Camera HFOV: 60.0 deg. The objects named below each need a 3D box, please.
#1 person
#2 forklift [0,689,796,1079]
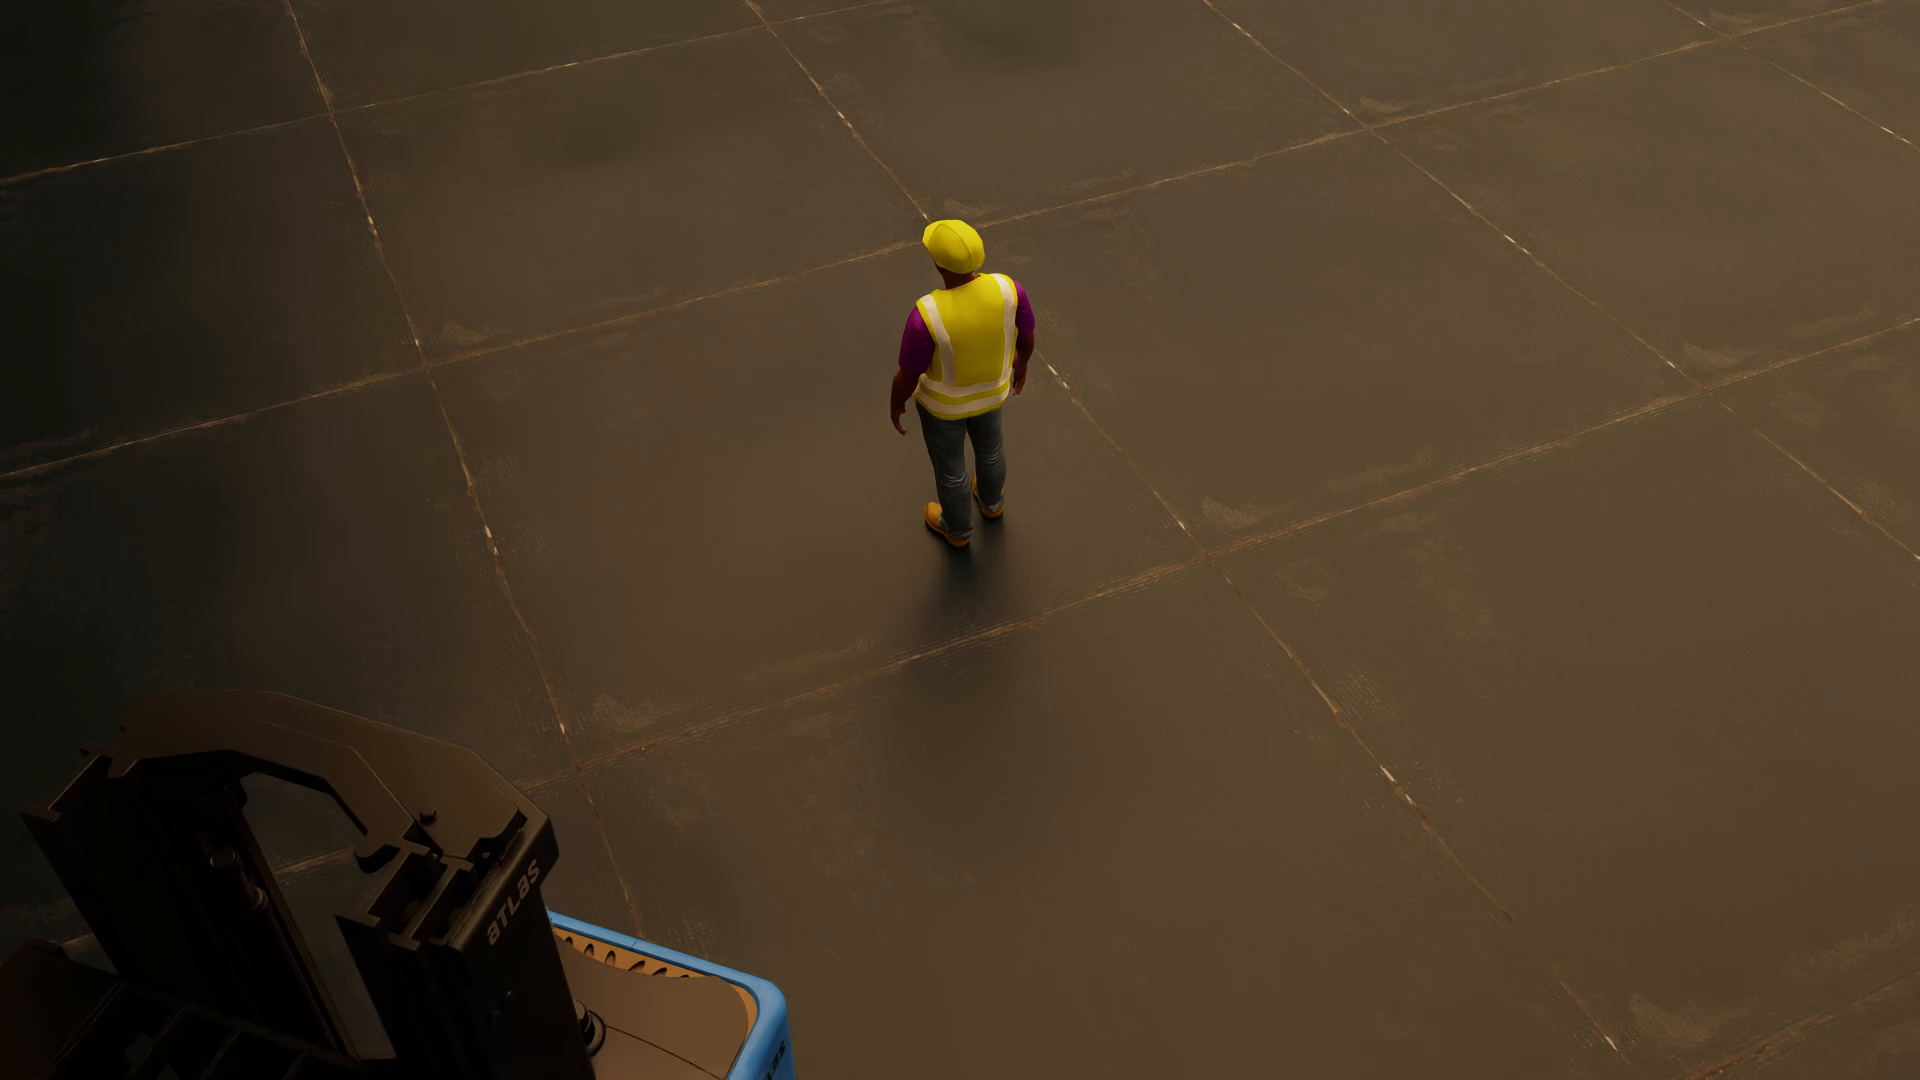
[{"bbox_3d":[-0.023,-0.696,7.269,0.665,1.765,0.577,-18,46,-18],"label":"person"},{"bbox_3d":[-1.460,1.860,3.687,1.130,2.935,3.031,13,45,14],"label":"forklift"}]
